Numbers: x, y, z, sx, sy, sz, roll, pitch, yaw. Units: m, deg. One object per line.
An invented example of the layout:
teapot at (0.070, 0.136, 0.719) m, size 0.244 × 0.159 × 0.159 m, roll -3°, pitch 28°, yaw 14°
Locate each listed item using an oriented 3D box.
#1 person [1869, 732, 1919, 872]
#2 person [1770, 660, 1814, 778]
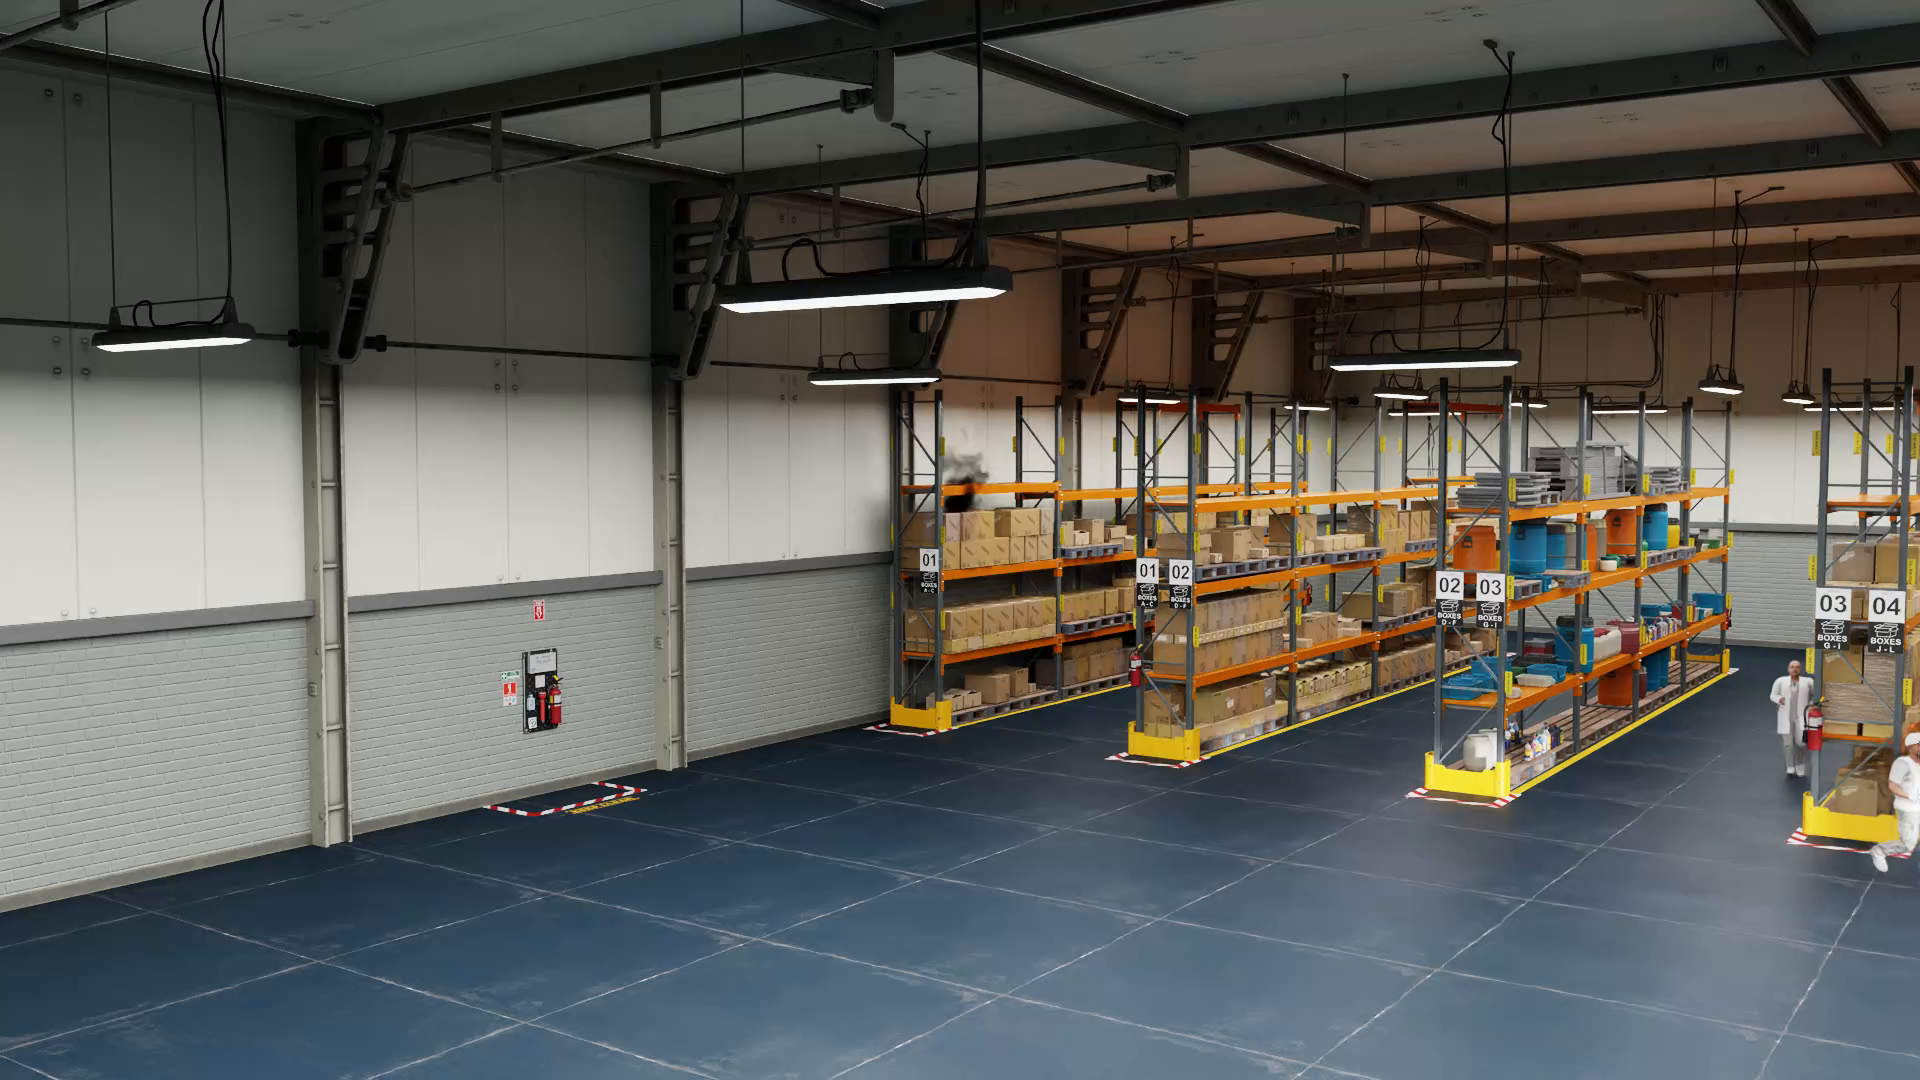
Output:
person at (10.771, 3.054, 18.803) m, size 0.696 × 1.777 × 0.942 m, roll -1°, pitch 3°, yaw -21°
person at (12.610, 2.716, 25.129) m, size 0.693 × 1.758 × 0.682 m, roll 2°, pitch 4°, yaw 30°
